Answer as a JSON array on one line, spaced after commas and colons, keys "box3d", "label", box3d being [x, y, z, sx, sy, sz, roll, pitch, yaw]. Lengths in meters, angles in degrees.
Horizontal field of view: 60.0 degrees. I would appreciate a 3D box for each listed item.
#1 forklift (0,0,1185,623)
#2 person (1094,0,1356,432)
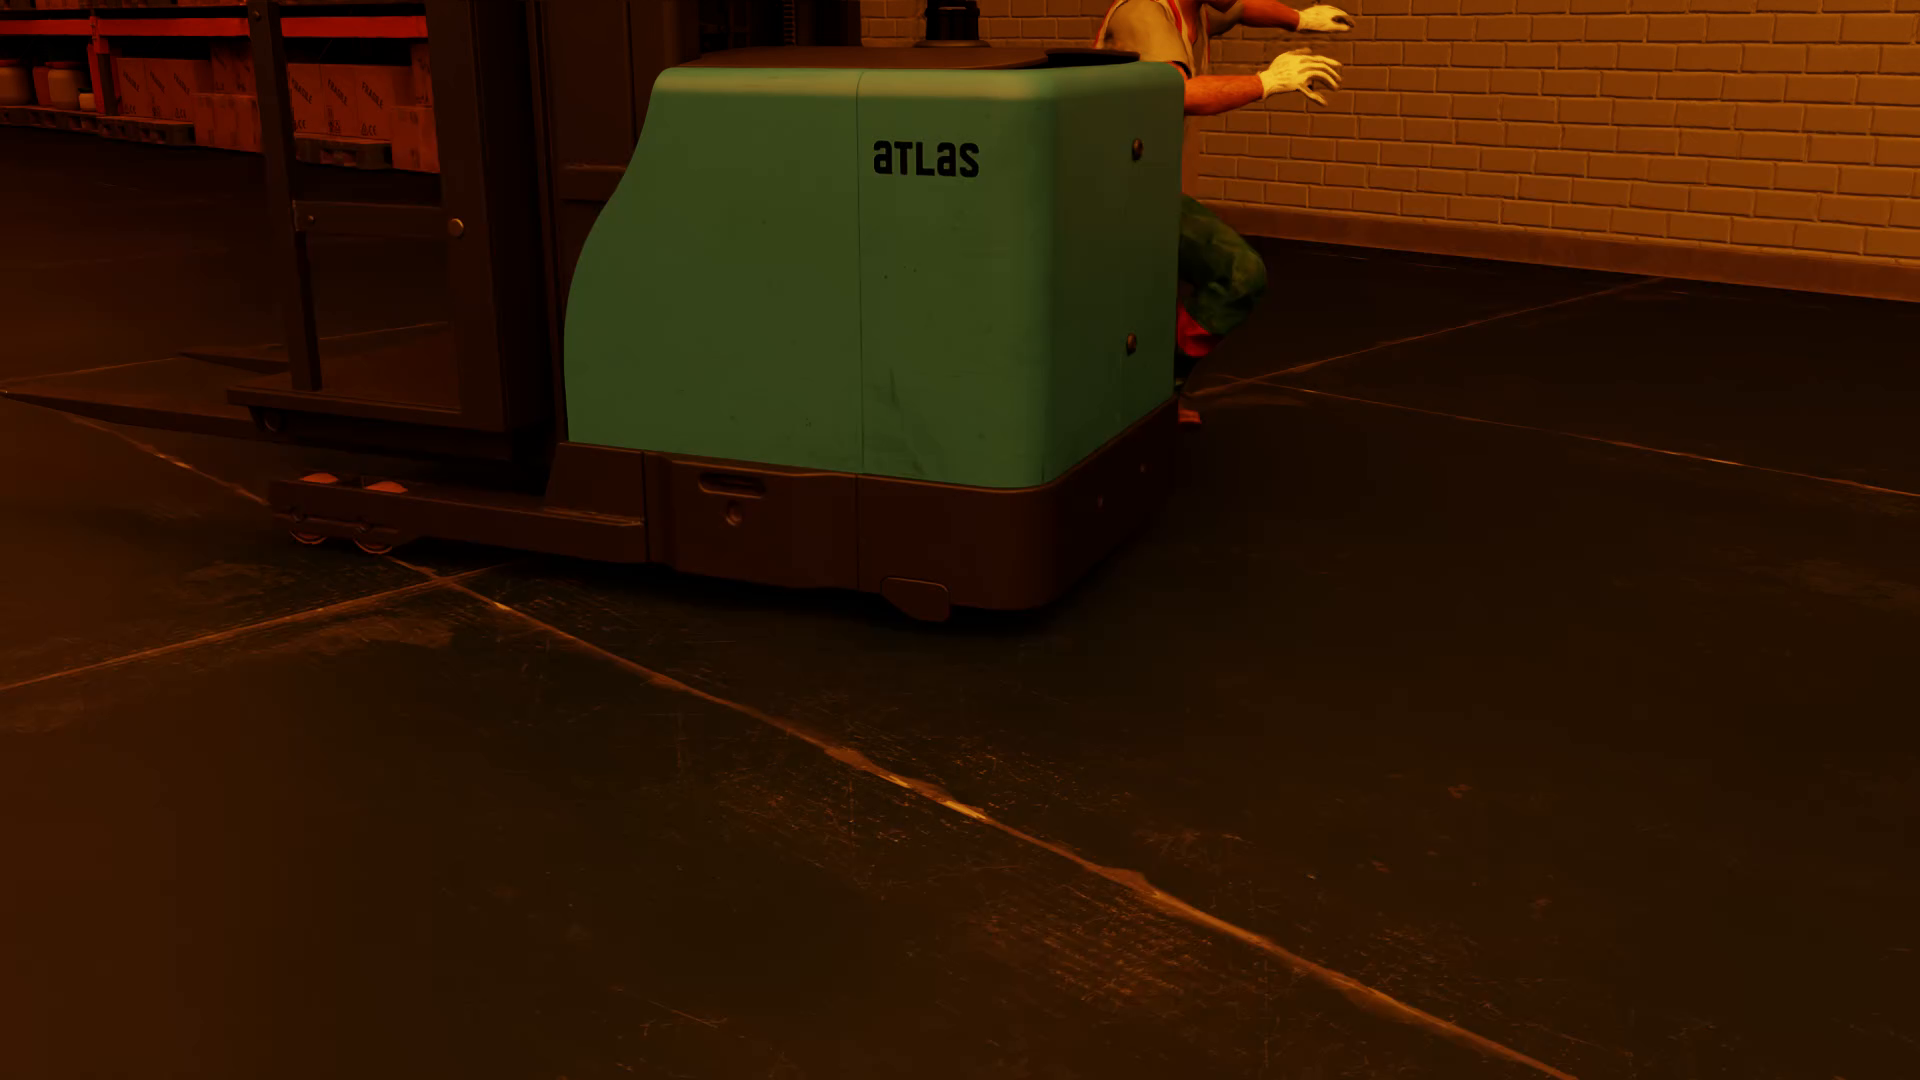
[{"box3d": [-1.044, -1.501, 3.788, 3.031, 2.935, 1.130, 7, 19, 22], "label": "forklift"}, {"box3d": [0.667, -0.983, 4.565, 0.810, 1.472, 1.613, 9, 19, 28], "label": "person"}]
